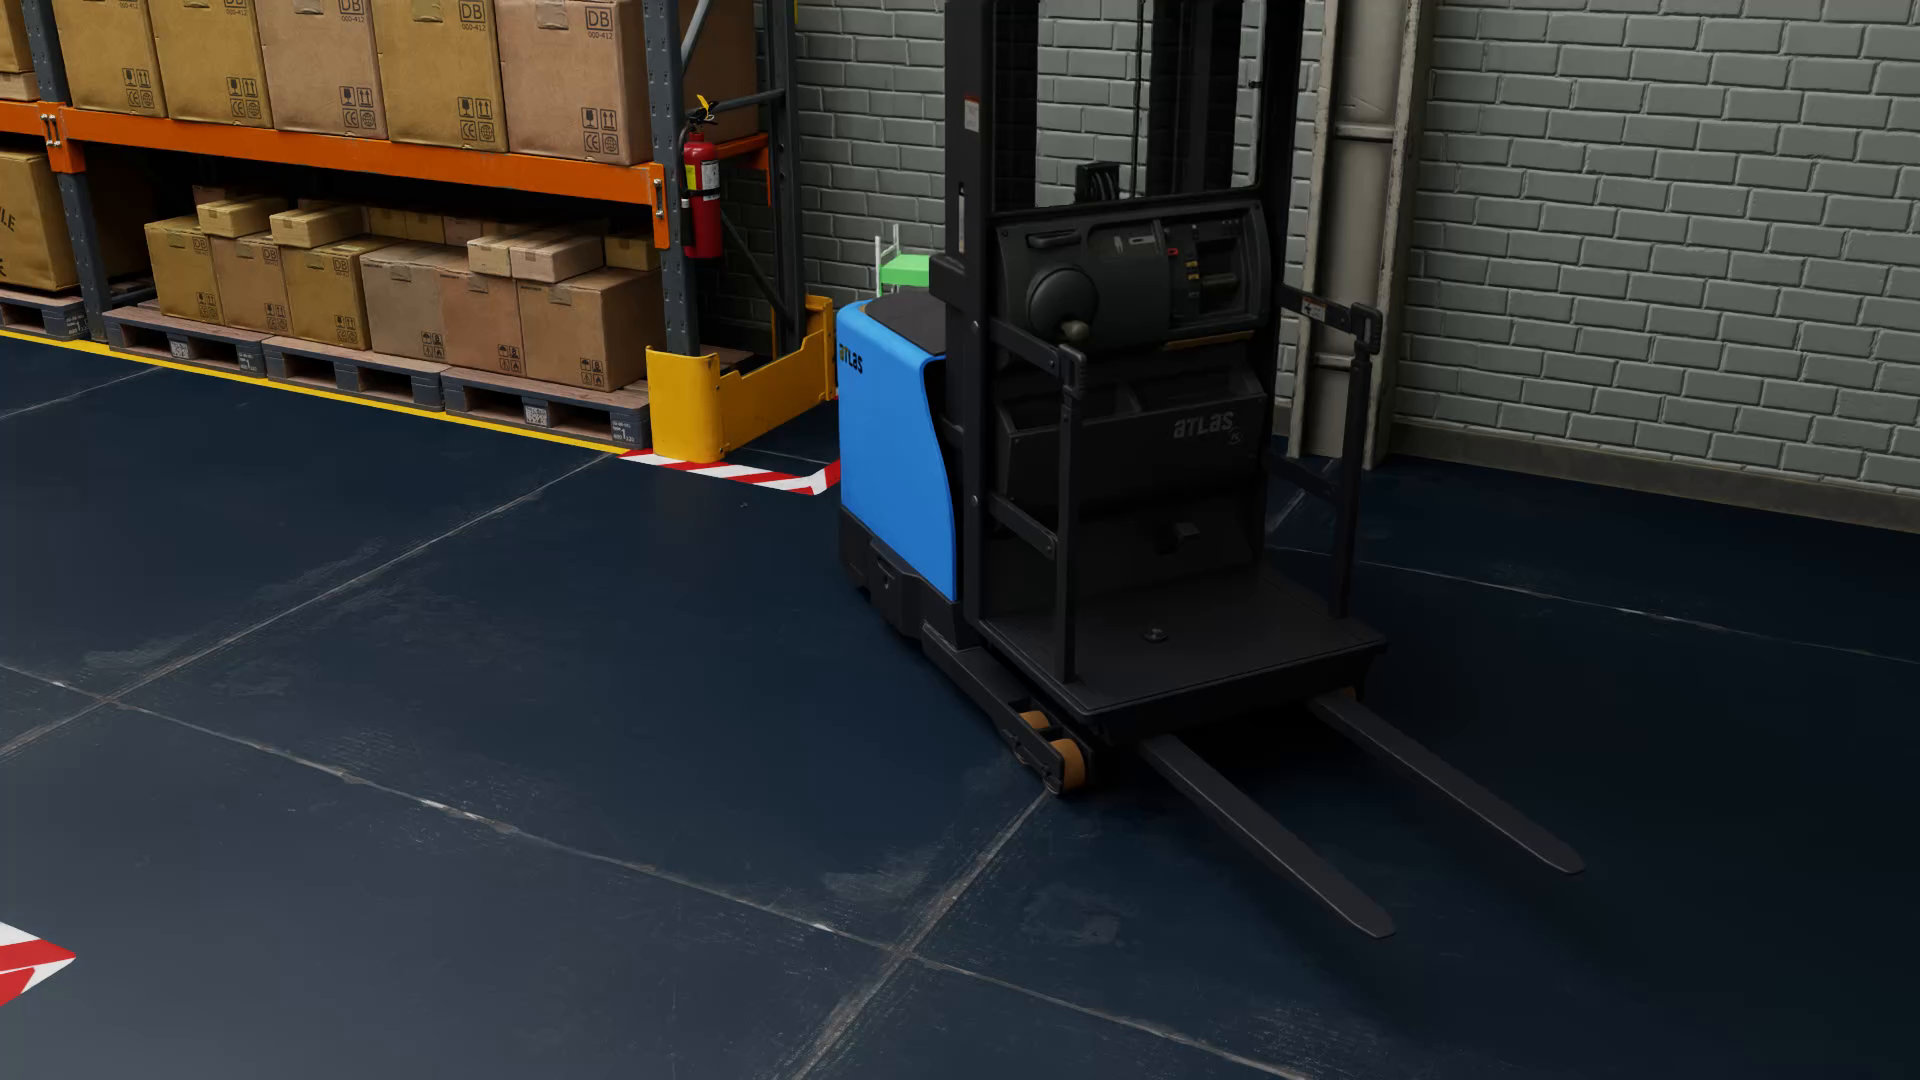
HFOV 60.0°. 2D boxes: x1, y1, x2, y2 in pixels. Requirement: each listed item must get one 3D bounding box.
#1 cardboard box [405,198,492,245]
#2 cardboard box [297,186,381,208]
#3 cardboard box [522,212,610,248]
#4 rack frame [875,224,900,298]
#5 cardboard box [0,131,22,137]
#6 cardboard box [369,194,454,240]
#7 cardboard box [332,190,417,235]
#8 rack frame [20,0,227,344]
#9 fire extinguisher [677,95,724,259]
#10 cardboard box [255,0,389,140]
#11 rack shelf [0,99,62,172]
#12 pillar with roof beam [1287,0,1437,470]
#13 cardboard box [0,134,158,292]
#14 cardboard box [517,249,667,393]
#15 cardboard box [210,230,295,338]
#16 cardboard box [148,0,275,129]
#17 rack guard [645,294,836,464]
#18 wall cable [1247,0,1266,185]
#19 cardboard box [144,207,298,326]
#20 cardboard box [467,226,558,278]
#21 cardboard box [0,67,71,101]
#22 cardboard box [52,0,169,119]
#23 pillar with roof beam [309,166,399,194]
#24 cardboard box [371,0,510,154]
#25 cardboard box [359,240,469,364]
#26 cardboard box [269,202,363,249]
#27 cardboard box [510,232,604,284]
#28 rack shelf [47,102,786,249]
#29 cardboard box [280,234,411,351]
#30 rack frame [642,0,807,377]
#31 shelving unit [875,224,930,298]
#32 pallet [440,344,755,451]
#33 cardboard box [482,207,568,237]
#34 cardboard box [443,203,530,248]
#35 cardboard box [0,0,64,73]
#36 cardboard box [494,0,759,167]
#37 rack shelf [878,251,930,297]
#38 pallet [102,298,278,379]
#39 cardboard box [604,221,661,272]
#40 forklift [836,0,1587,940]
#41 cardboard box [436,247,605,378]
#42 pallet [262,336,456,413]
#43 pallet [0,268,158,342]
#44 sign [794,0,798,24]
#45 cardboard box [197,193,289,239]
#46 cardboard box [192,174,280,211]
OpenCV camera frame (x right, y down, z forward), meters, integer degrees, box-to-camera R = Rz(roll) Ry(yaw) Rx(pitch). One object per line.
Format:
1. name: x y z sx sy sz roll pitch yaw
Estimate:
1. cardboard box: -2.649 -1.658 8.644 0.250 0.149 0.380 11 26 25
2. cardboard box: -3.331 -1.793 8.962 0.250 0.149 0.380 10 25 23
3. cardboard box: -1.969 -1.524 8.329 0.250 0.149 0.380 11 26 25
4. rack frame: -0.287 -0.669 6.790 0.015 1.200 0.240 7 24 15
5. cardboard box: -6.052 -2.092 10.047 0.750 0.750 0.750 12 26 26
6. cardboard box: -2.875 -1.703 8.750 0.250 0.149 0.380 11 25 24
7. cardboard box: -3.106 -1.748 8.856 0.250 0.149 0.380 11 26 25
8. rack frame: -4.619 -2.663 9.179 0.127 3.000 1.000 11 25 25
9. fire extinguisher: -1.122 -1.562 7.165 0.183 0.674 0.296 11 25 25
10. cardboard box: -2.839 -2.444 8.280 0.700 0.700 0.980 10 25 22
11. rack shelf: -6.403 -2.685 10.150 4.000 0.370 1.077 11 25 25
12. pillar with roof beam: -0.191 -3.039 2.398 0.400 9.000 9.100 11 25 25
13. cardboard box: -5.257 -1.936 9.681 0.750 0.750 0.750 12 26 25
14. cardboard box: -1.719 -1.088 8.134 0.500 0.500 0.700 11 25 25
15. cardboard box: -3.551 -1.448 8.980 0.500 0.500 0.700 11 25 24
16. cardboard box: -3.493 -2.569 8.574 0.700 0.700 0.980 11 25 23
17. rack guard: -1.027 -0.802 7.997 0.348 0.500 1.175 11 25 25
18. wall cable: 0.521 -2.528 7.565 1.851 1.984 0.084 11 25 25
19. cardboard box: -3.997 -1.538 9.191 0.500 0.500 0.700 12 26 25
20. cardboard box: -2.144 -1.391 8.016 0.250 0.149 0.380 12 26 26
21. cardboard box: -5.048 -2.517 9.132 0.250 0.149 0.380 11 26 25
22. cardboard box: -4.142 -2.700 8.882 0.700 0.700 0.980 12 26 25
23. pillar with roof beam: -5.546 -4.099 4.889 0.400 9.000 9.100 11 25 25
24. cardboard box: -2.163 -2.306 7.956 0.700 0.700 0.980 11 25 24
25. cardboard box: -2.614 -1.265 8.550 0.500 0.500 0.700 10 25 23
26. cardboard box: -3.308 -1.620 8.556 0.250 0.149 0.380 10 25 23
27. cardboard box: -1.916 -1.346 7.910 0.250 0.149 0.380 11 25 24
28. rack shelf: -2.834 -1.979 8.489 4.000 0.370 1.077 11 25 25
29. cardboard box: -3.094 -1.357 8.765 0.500 0.500 0.700 12 26 26
30. rack frame: -1.049 -1.957 7.518 0.127 3.000 1.000 11 25 25
31. shelving unit: -0.053 -0.641 6.725 0.503 1.200 0.258 7 24 15
32. pallet: -1.798 -0.787 8.332 1.213 0.211 1.003 11 25 25
33. cardboard box: -2.192 -1.568 8.433 0.250 0.149 0.380 11 26 25
34. cardboard box: -2.420 -1.613 8.538 0.250 0.149 0.380 12 26 25
35. cardboard box: -5.144 -2.849 9.082 0.500 0.500 0.500 11 25 24
36. cardboard box: -1.509 -2.181 7.663 0.700 0.700 0.980 12 26 27
37. rack shelf: -0.053 -1.024 6.562 0.480 0.148 0.258 7 24 15
38. pallet: -3.975 -1.218 9.345 1.213 0.211 1.003 11 25 25
39. cardboard box: -1.517 -1.435 8.119 0.250 0.149 0.380 11 26 25
40. forklift: 0.632 -0.786 4.852 1.130 2.935 3.031 -11 25 -24
41. cardboard box: -2.165 -1.177 8.341 0.500 0.500 0.700 11 25 24
42. pallet: -2.882 -1.003 8.839 1.213 0.211 1.003 11 25 25
43. pallet: -5.341 -1.490 9.983 1.213 0.211 1.003 11 25 25
44. sign: -0.793 -2.584 7.787 0.005 0.325 0.100 11 25 25
45. cardboard box: -3.774 -1.712 8.772 0.250 0.149 0.380 12 26 26
46. cardboard box: -4.037 -1.932 9.288 0.250 0.149 0.380 11 25 24
